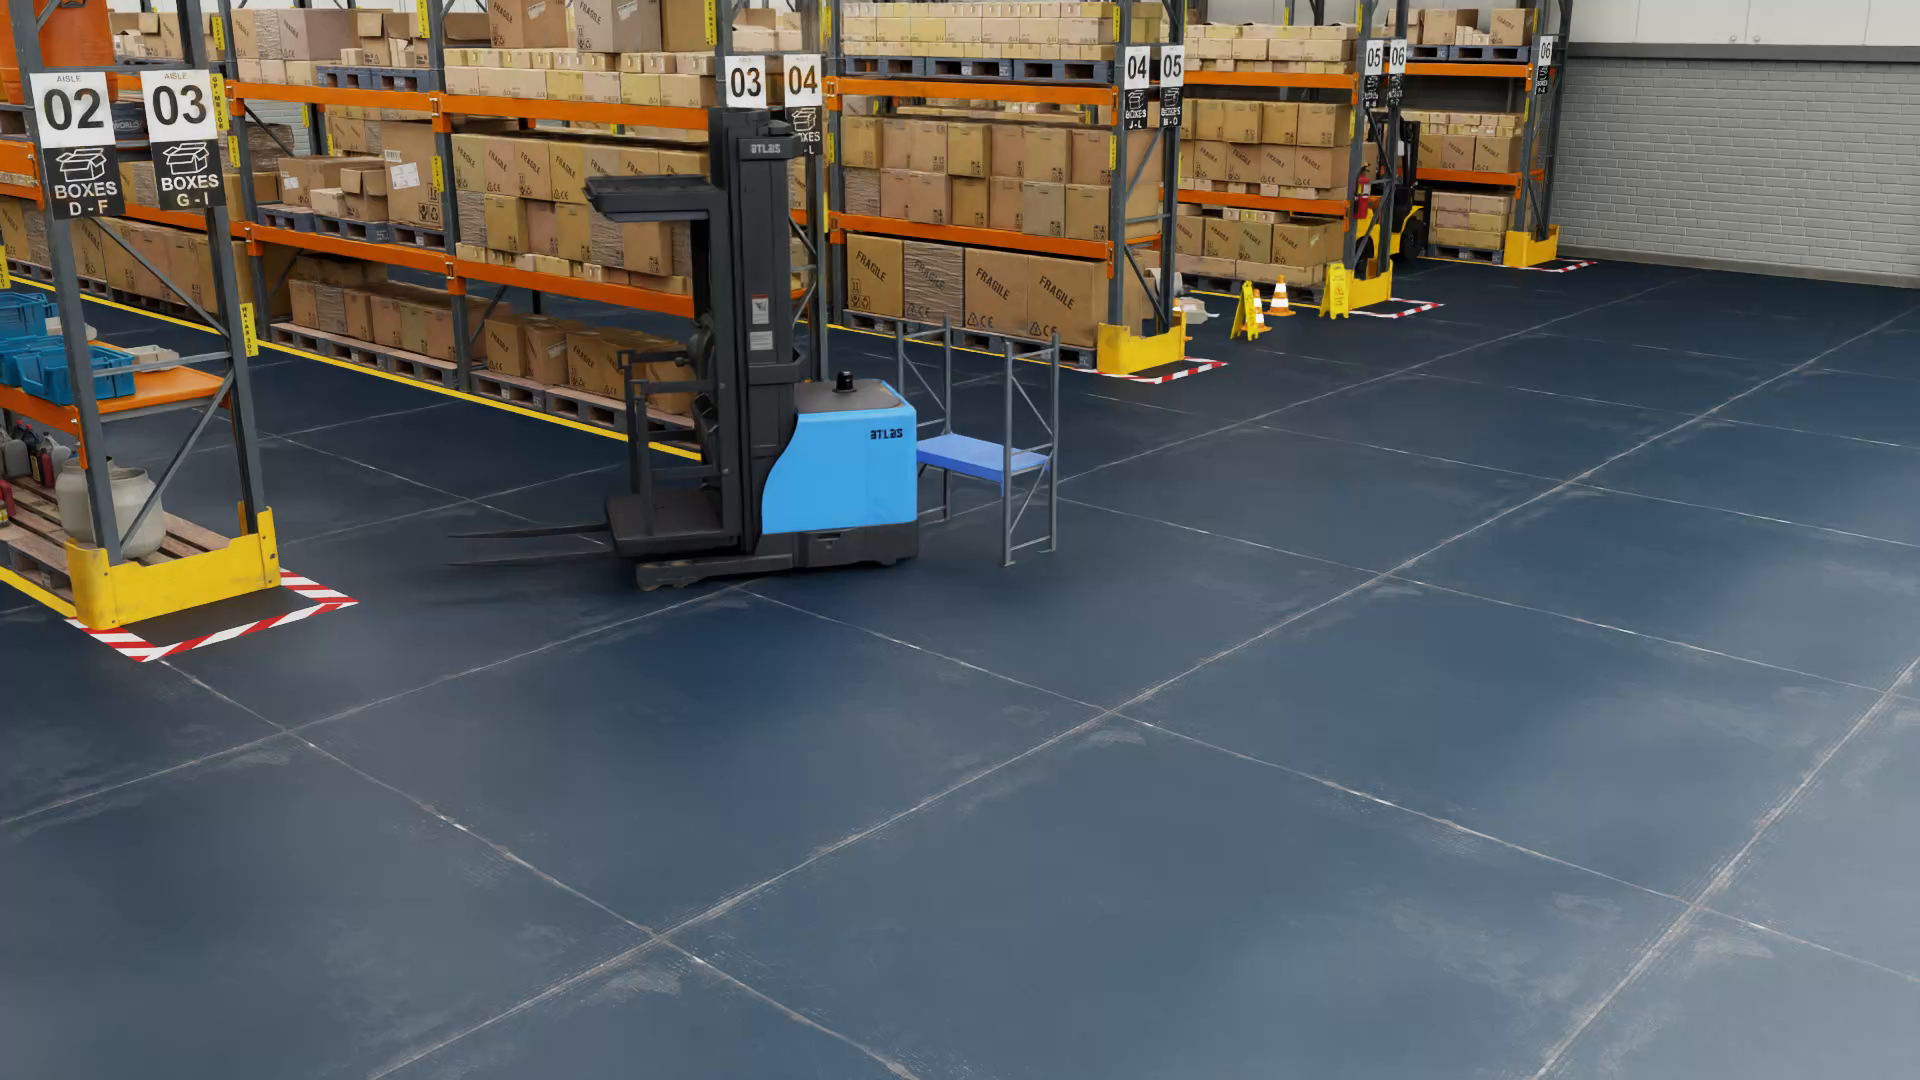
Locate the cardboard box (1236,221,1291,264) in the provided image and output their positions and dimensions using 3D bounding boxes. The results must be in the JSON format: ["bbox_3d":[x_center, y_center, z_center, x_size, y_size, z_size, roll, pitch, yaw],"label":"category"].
[{"bbox_3d":[3.922,-3.860,21.426,0.500,0.500,0.500,16,24,41],"label":"cardboard box"}]

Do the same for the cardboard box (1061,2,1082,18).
[{"bbox_3d":[1.214,-5.246,16.461,0.250,0.149,0.380,15,23,40],"label":"cardboard box"}]

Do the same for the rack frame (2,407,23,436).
[{"bbox_3d":[-7.771,-1.847,12.473,0.127,3.000,1.000,15,23,39],"label":"rack frame"}]

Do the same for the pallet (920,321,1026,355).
[{"bbox_3d":[0.318,-2.325,18.589,1.213,0.211,1.003,15,23,39],"label":"pallet"}]

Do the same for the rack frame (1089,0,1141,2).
[{"bbox_3d":[2.095,-8.069,22.161,0.127,3.000,1.000,15,23,39],"label":"rack frame"}]

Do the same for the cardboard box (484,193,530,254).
[{"bbox_3d":[-3.837,-2.944,15.274,0.500,0.500,0.875,15,23,39],"label":"cardboard box"}]

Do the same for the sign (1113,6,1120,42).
[{"bbox_3d":[1.506,-4.960,15.992,0.005,0.325,0.100,15,23,39],"label":"sign"}]

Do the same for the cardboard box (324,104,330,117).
[{"bbox_3d":[-9.931,-6.995,26.383,0.500,0.500,0.500,15,23,39],"label":"cardboard box"}]

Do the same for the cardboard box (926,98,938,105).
[{"bbox_3d":[-0.383,-8.040,31.127,0.500,0.500,0.700,16,23,41],"label":"cardboard box"}]

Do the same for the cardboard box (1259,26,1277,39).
[{"bbox_3d":[3.933,-6.319,20.701,0.250,0.149,0.380,15,23,39],"label":"cardboard box"}]

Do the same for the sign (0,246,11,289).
[{"bbox_3d":[-7.397,-2.101,12.816,0.005,0.325,0.100,15,23,39],"label":"sign"}]

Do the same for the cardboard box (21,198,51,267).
[{"bbox_3d":[-12.246,-4.271,22.930,0.875,0.875,0.875,15,23,39],"label":"cardboard box"}]

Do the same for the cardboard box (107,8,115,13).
[{"bbox_3d":[-11.092,-6.443,20.970,0.500,0.500,0.700,13,22,36],"label":"cardboard box"}]

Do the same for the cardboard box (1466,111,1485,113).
[{"bbox_3d":[7.714,-6.308,24.799,0.250,0.149,0.380,15,23,40],"label":"cardboard box"}]

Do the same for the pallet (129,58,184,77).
[{"bbox_3d":[-8.830,-5.452,19.184,1.213,0.211,1.003,16,24,42],"label":"pallet"}]

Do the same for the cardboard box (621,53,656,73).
[{"bbox_3d":[-2.504,-3.852,13.420,0.250,0.149,0.380,15,23,40],"label":"cardboard box"}]

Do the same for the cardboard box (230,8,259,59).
[{"bbox_3d":[-7.294,-5.334,17.509,0.500,0.500,0.500,15,23,40],"label":"cardboard box"}]

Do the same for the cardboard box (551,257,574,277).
[{"bbox_3d":[-3.391,-2.439,14.752,0.250,0.149,0.380,15,23,39],"label":"cardboard box"}]

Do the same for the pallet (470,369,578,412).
[{"bbox_3d":[-3.957,-1.512,16.026,1.213,0.211,1.003,15,23,39],"label":"pallet"}]

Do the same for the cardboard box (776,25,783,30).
[{"bbox_3d":[-3.090,-8.274,27.218,0.500,0.311,0.500,15,23,39],"label":"cardboard box"}]

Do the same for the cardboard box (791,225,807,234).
[{"bbox_3d":[-2.358,-3.496,20.694,0.750,0.750,1.050,15,23,39],"label":"cardboard box"}]

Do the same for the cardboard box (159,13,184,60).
[{"bbox_3d":[-8.683,-5.708,18.820,0.500,0.500,0.500,17,24,42],"label":"cardboard box"}]

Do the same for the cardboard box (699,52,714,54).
[{"bbox_3d":[-1.944,-3.917,13.626,0.250,0.149,0.380,15,23,38],"label":"cardboard box"}]

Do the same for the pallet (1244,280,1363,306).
[{"bbox_3d":[4.446,-3.264,21.547,1.213,0.211,1.003,15,23,39],"label":"pallet"}]

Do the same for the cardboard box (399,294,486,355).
[{"bbox_3d":[-5.272,-2.214,17.035,0.500,0.500,0.700,15,23,39],"label":"cardboard box"}]

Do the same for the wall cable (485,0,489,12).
[{"bbox_3d":[-8.943,-12.367,35.642,0.133,3.039,2.988,15,23,39],"label":"wall cable"}]

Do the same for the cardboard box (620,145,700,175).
[{"bbox_3d":[-2.445,-2.984,13.746,0.500,0.500,0.500,15,23,39],"label":"cardboard box"}]

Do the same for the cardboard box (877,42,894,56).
[{"bbox_3d":[-0.688,-5.375,18.188,0.250,0.149,0.380,15,23,39],"label":"cardboard box"}]

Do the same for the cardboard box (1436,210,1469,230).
[{"bbox_3d":[7.439,-4.788,24.766,0.500,0.250,0.500,15,23,39],"label":"cardboard box"}]

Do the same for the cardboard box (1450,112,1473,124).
[{"bbox_3d":[7.415,-6.209,24.488,0.250,0.149,0.380,15,23,40],"label":"cardboard box"}]

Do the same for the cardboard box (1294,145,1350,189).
[{"bbox_3d":[4.498,-4.643,20.625,0.500,0.500,0.500,15,23,38],"label":"cardboard box"}]

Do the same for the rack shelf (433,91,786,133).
[{"bbox_3d":[-2.987,-3.653,14.394,4.000,0.370,1.077,15,23,39],"label":"rack shelf"}]

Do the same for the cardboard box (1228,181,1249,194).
[{"bbox_3d":[3.662,-4.555,21.420,0.250,0.149,0.380,15,23,39],"label":"cardboard box"}]

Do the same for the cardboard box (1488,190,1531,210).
[{"bbox_3d":[8.145,-5.036,24.719,0.500,0.250,0.500,15,23,38],"label":"cardboard box"}]

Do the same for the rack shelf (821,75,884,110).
[{"bbox_3d":[-2.611,-5.558,20.396,4.000,0.370,1.077,15,23,39],"label":"rack shelf"}]

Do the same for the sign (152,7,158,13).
[{"bbox_3d":[-10.114,-6.525,20.879,0.005,0.325,0.100,15,23,39],"label":"sign"}]

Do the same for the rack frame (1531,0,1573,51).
[{"bbox_3d":[8.379,-8.390,23.172,0.127,3.000,1.000,15,23,39],"label":"rack frame"}]

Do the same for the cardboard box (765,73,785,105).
[{"bbox_3d":[-1.680,-3.678,13.531,0.500,0.250,0.500,16,24,41],"label":"cardboard box"}]

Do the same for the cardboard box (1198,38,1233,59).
[{"bbox_3d":[3.379,-6.254,21.156,0.500,0.250,0.500,15,23,40],"label":"cardboard box"}]

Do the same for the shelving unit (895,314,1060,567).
[{"bbox_3d":[0.108,-0.702,11.346,1.048,1.500,0.538,17,24,42],"label":"shelving unit"}]

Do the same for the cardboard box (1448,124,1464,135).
[{"bbox_3d":[7.391,-6.056,24.499,0.250,0.149,0.380,15,23,39],"label":"cardboard box"}]

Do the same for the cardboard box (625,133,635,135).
[{"bbox_3d":[-4.327,-5.374,22.324,0.250,0.149,0.380,15,23,39],"label":"cardboard box"}]

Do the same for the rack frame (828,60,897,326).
[{"bbox_3d":[-1.115,-4.070,19.476,0.127,3.000,1.000,15,23,39],"label":"rack frame"}]

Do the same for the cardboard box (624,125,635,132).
[{"bbox_3d":[-5.561,-7.207,29.198,0.500,0.500,0.500,16,24,41],"label":"cardboard box"}]

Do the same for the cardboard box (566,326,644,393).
[{"bbox_3d":[-3.261,-1.667,15.343,0.500,0.500,0.500,13,22,34],"label":"cardboard box"}]

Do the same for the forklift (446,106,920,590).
[{"bbox_3d":[-1.845,-1.253,10.713,3.031,2.935,1.130,-5,18,-15],"label":"forklift"}]

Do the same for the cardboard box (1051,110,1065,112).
[{"bbox_3d":[1.199,-5.961,24.085,0.500,0.500,0.500,15,23,39],"label":"cardboard box"}]

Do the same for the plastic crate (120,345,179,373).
[{"bbox_3d":[-5.235,-1.171,10.778,0.250,0.136,0.298,15,23,39],"label":"plastic crate"}]

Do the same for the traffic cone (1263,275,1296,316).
[{"bbox_3d":[3.909,-2.992,20.274,0.334,0.463,0.336,15,23,39],"label":"traffic cone"}]

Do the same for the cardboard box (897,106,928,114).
[{"bbox_3d":[-0.714,-6.260,25.026,0.500,0.500,0.500,14,22,38],"label":"cardboard box"}]

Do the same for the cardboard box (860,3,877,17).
[{"bbox_3d":[-0.877,-5.806,18.228,0.250,0.149,0.380,15,23,39],"label":"cardboard box"}]

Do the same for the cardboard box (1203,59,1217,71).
[{"bbox_3d":[3.320,-6.091,21.303,0.250,0.149,0.380,15,23,40],"label":"cardboard box"}]

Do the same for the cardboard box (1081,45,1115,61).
[{"bbox_3d":[1.403,-4.814,16.420,0.250,0.149,0.380,15,23,39],"label":"cardboard box"}]

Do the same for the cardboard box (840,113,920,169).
[{"bbox_3d":[-0.862,-4.574,19.032,0.550,0.550,0.875,15,23,39],"label":"cardboard box"}]

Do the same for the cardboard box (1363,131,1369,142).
[{"bbox_3d":[6.325,-6.031,25.491,0.500,0.500,0.500,15,23,39],"label":"cardboard box"}]
